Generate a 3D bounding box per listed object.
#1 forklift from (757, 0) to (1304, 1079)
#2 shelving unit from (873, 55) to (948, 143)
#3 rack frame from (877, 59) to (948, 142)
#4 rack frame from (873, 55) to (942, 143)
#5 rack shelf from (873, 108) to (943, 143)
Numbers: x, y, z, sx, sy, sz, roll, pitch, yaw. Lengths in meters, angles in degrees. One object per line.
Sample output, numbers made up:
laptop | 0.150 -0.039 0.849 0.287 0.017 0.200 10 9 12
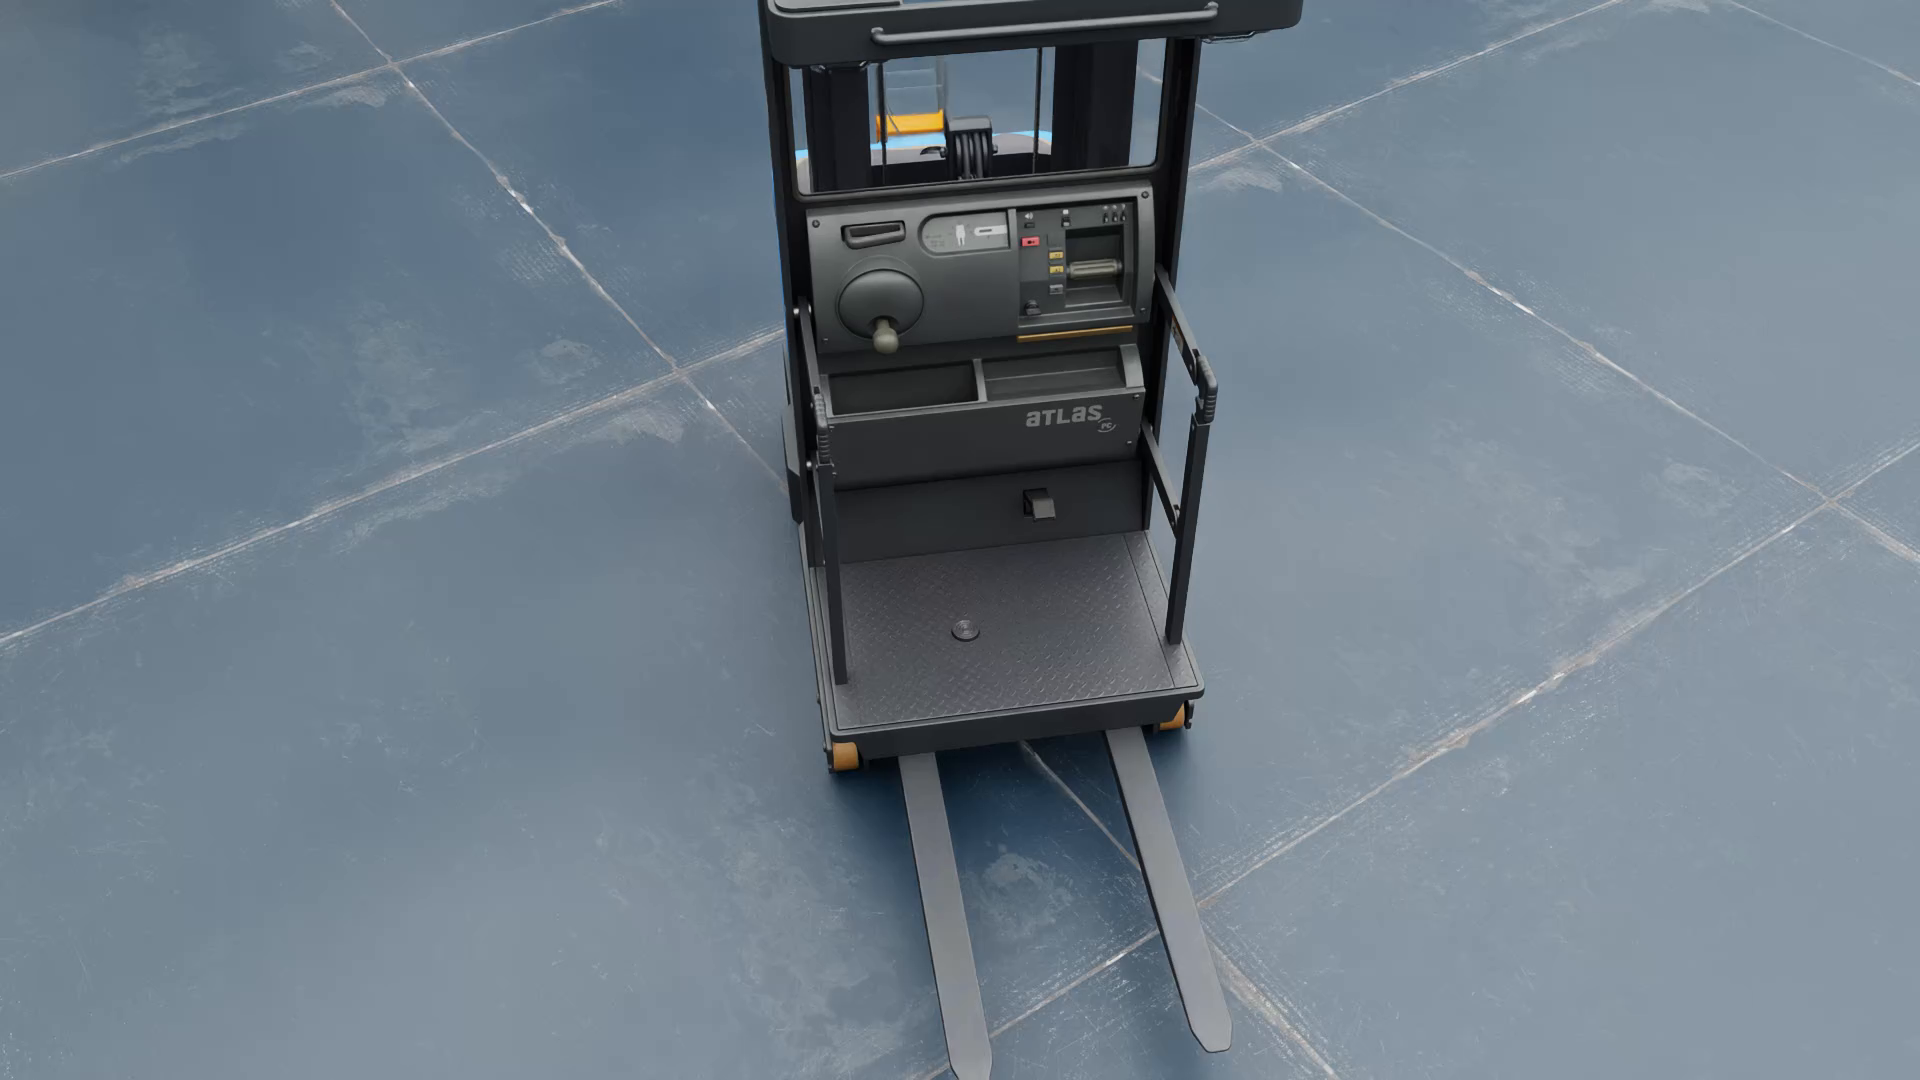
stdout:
forklift | 0.099 -0.636 4.294 1.130 2.935 3.031 -6 44 -7
shelving unit | -0.162 -1.192 6.118 0.258 1.200 0.189 -6 34 -6
rack frame | -0.149 -1.143 6.042 0.240 1.200 0.006 -6 34 -6
rack frame | -0.176 -1.242 6.194 0.240 1.200 0.006 -6 34 -6
rack shelf | -0.171 -1.456 5.945 0.258 0.103 0.180 -6 34 -6
